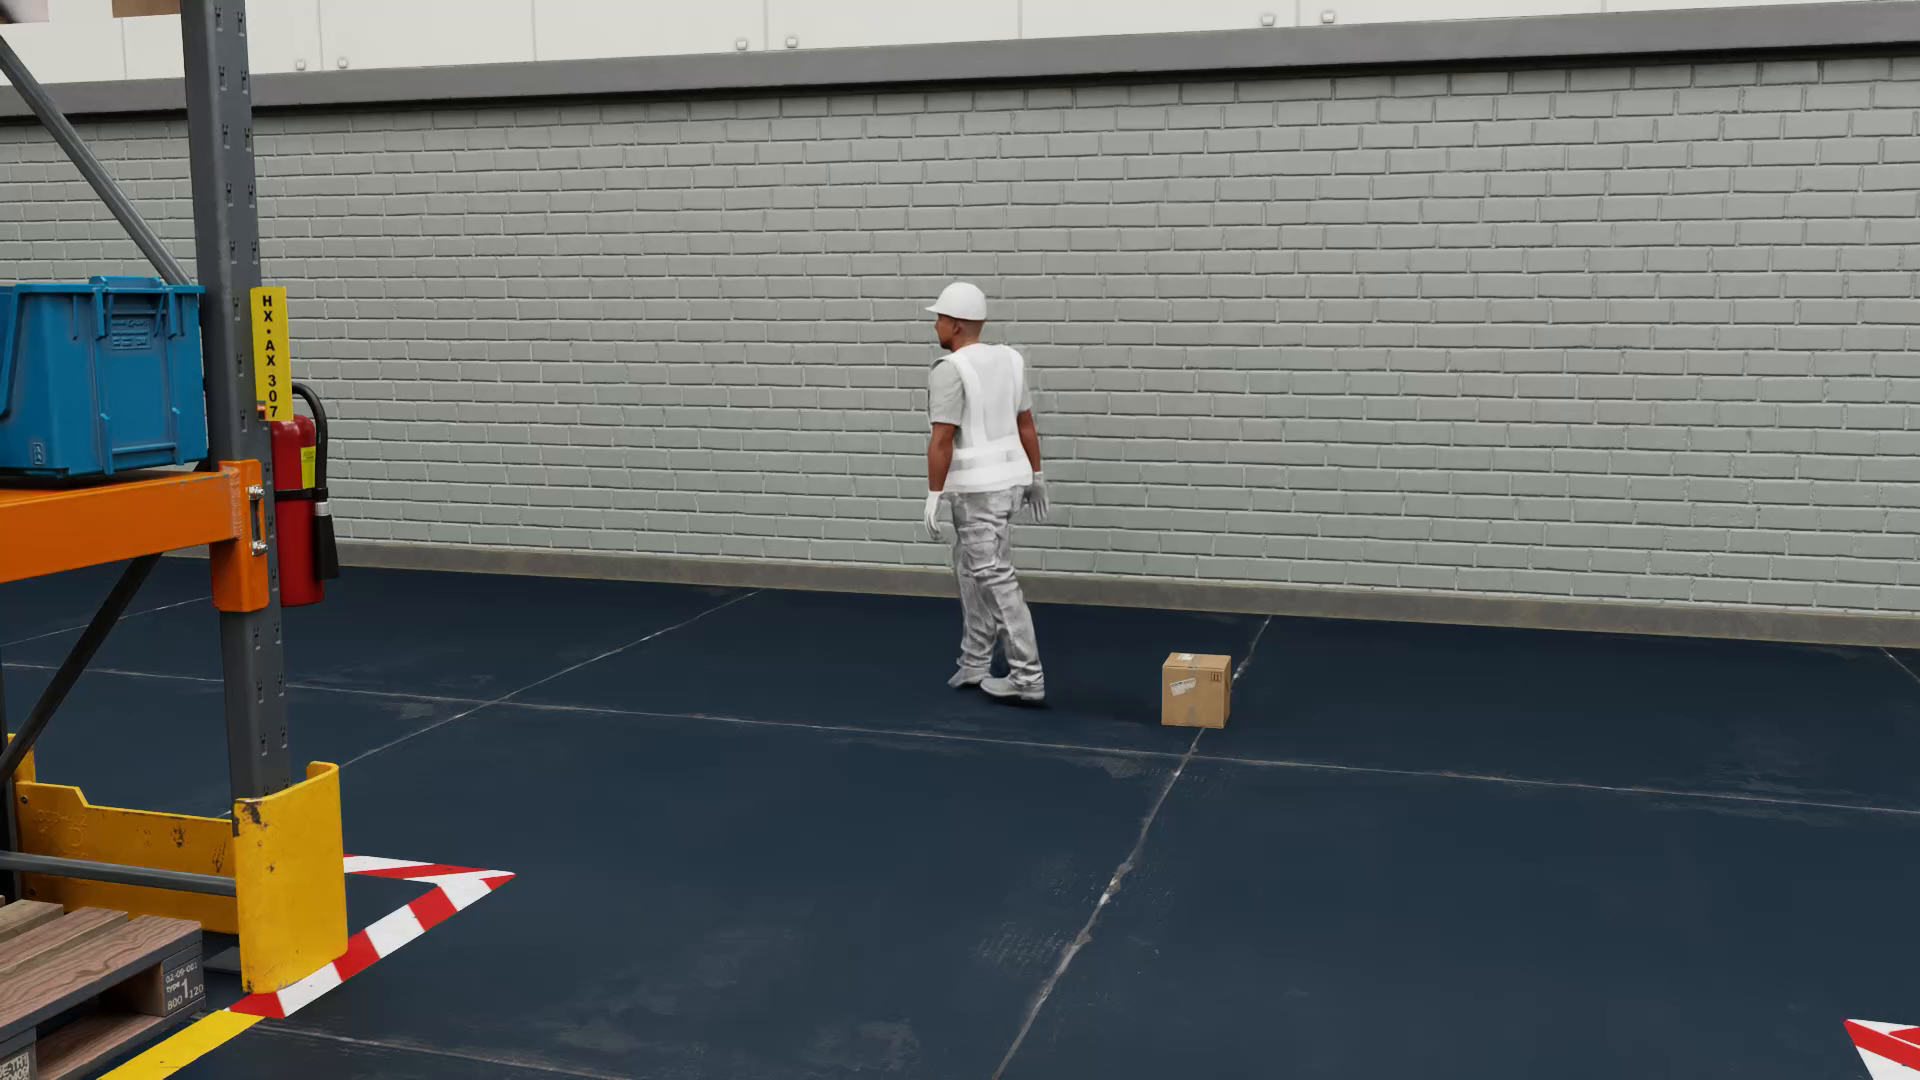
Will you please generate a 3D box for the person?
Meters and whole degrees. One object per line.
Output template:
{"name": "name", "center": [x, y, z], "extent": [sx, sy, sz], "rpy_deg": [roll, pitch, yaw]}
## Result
{"name": "person", "center": [0.101, -0.182, 7.085], "extent": [0.601, 1.812, 0.592], "rpy_deg": [5, 10, 32]}
